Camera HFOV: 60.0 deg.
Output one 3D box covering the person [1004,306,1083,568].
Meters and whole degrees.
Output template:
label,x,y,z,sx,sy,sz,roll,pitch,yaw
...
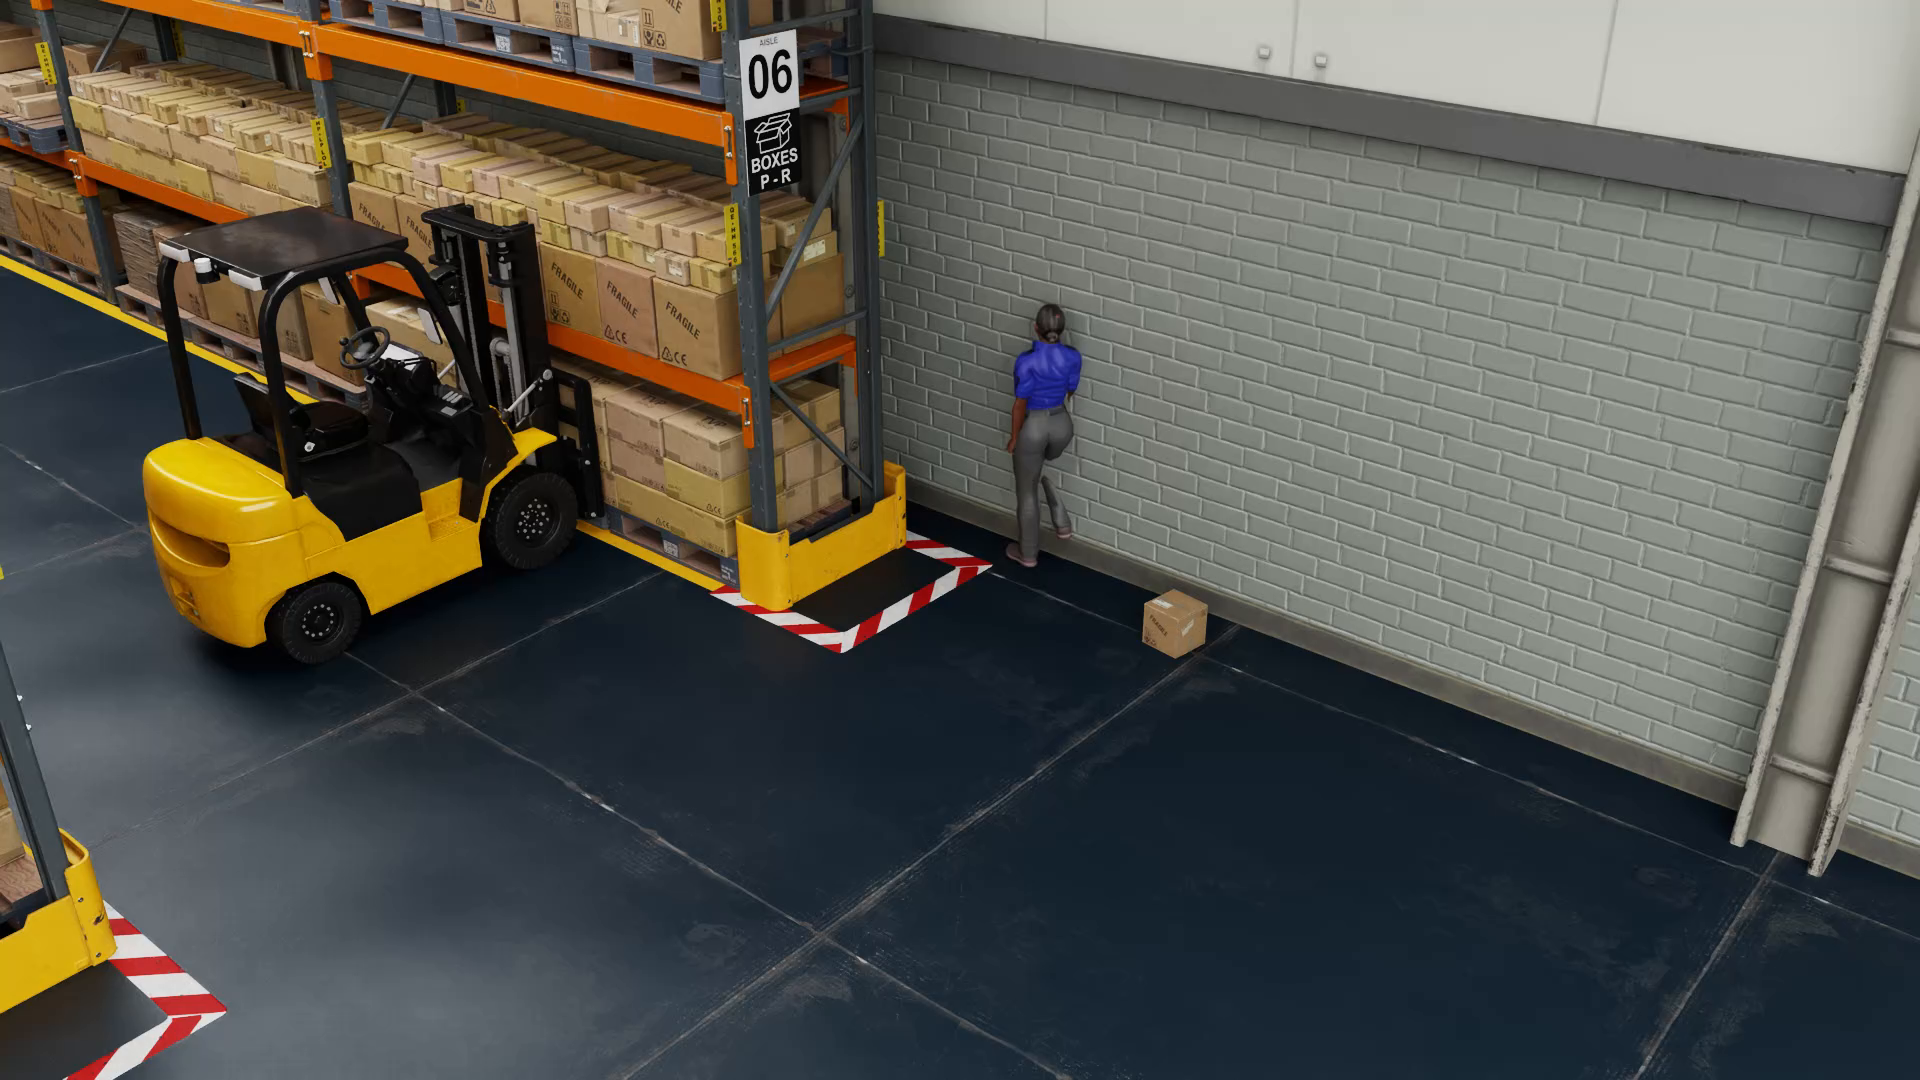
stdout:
label,x,y,z,sx,sy,sz,roll,pitch,yaw
person,0.478,-0.641,9.864,0.445,1.647,0.500,-10,29,-19
